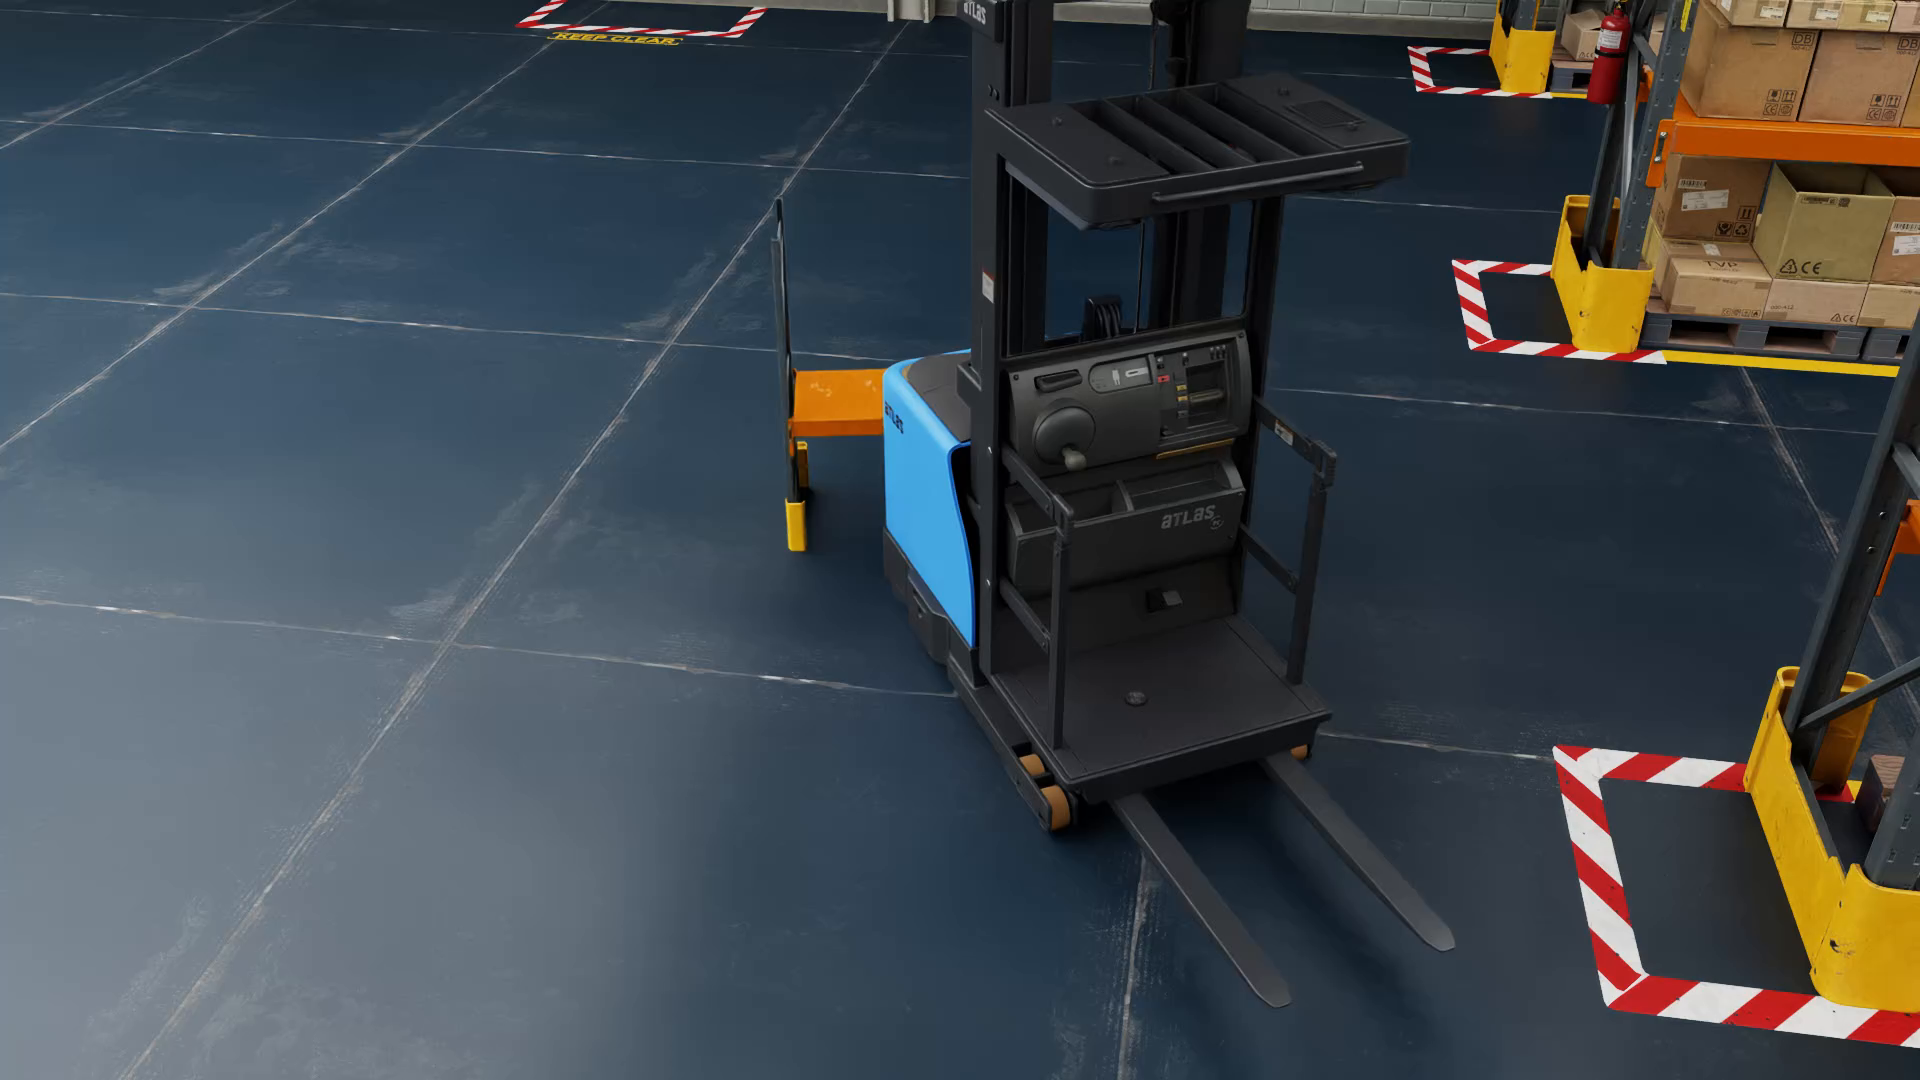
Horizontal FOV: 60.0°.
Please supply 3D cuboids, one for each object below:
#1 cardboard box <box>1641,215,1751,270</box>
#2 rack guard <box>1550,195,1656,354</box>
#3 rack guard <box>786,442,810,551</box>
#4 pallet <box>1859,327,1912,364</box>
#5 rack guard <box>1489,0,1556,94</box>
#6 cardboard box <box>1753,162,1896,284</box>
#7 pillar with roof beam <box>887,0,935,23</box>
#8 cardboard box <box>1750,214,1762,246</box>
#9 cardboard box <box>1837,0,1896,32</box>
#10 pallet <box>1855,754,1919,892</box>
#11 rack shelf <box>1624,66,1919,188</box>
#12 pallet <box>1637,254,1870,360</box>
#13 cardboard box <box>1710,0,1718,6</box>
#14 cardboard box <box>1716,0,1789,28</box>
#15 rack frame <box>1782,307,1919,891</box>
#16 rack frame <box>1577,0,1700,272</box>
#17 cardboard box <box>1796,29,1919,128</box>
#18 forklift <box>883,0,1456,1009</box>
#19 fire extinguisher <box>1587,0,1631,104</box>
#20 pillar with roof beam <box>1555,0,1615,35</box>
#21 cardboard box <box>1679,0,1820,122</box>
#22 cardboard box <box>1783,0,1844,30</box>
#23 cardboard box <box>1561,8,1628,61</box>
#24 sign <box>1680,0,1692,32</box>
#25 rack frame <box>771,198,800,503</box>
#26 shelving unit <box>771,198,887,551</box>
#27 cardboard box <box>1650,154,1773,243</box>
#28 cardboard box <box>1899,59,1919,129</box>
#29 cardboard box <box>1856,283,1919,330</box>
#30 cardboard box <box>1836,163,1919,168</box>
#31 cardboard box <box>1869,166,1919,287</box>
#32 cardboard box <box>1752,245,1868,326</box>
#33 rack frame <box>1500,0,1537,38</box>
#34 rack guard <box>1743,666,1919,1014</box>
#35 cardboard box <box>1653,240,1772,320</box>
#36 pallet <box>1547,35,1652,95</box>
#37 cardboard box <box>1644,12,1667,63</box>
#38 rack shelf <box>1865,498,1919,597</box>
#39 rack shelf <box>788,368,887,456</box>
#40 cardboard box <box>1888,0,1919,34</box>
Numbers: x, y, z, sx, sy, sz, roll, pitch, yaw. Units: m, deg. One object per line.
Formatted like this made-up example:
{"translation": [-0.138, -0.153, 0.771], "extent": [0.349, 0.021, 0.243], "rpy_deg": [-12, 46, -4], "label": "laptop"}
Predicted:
{"translation": [4.376, -1.762, 9.933], "extent": [0.500, 0.250, 0.500], "rpy_deg": [5, 32, 8], "label": "cardboard box"}
{"translation": [3.774, -1.585, 9.811], "extent": [0.348, 0.500, 1.175], "rpy_deg": [5, 32, 8], "label": "rack guard"}
{"translation": [-0.765, -0.213, 7.855], "extent": [0.087, 0.250, 0.587], "rpy_deg": [-2, 32, -3], "label": "rack guard"}
{"translation": [5.758, -1.304, 9.634], "extent": [1.213, 0.211, 1.003], "rpy_deg": [5, 32, 8], "label": "pallet"}
{"translation": [4.703, -4.167, 13.936], "extent": [0.348, 0.500, 1.175], "rpy_deg": [5, 32, 8], "label": "rack guard"}
{"translation": [4.782, -1.765, 9.231], "extent": [0.500, 0.500, 0.500], "rpy_deg": [5, 32, 8], "label": "cardboard box"}
{"translation": [-1.175, -6.450, 9.574], "extent": [0.400, 9.000, 9.100], "rpy_deg": [5, 32, 8], "label": "pillar with roof beam"}
{"translation": [4.871, -1.723, 9.872], "extent": [0.500, 0.250, 0.500], "rpy_deg": [5, 32, 8], "label": "cardboard box"}
{"translation": [4.655, -2.767, 8.638], "extent": [0.250, 0.149, 0.380], "rpy_deg": [5, 32, 8], "label": "cardboard box"}
{"translation": [3.844, 1.187, 5.654], "extent": [1.213, 0.211, 1.003], "rpy_deg": [5, 32, 8], "label": "pallet"}
{"translation": [5.770, -2.159, 9.050], "extent": [4.000, 0.370, 1.077], "rpy_deg": [5, 32, 8], "label": "rack shelf"}
{"translation": [4.559, -1.414, 9.810], "extent": [1.213, 0.211, 1.003], "rpy_deg": [5, 32, 8], "label": "pallet"}
{"translation": [4.207, -3.025, 9.050], "extent": [0.250, 0.149, 0.380], "rpy_deg": [5, 32, 7], "label": "cardboard box"}
{"translation": [4.149, -2.812, 8.710], "extent": [0.250, 0.149, 0.380], "rpy_deg": [5, 32, 8], "label": "cardboard box"}
{"translation": [2.961, -0.052, 5.006], "extent": [0.127, 3.000, 1.000], "rpy_deg": [5, 32, 8], "label": "rack frame"}
{"translation": [3.798, -2.642, 9.144], "extent": [0.127, 3.000, 1.000], "rpy_deg": [5, 32, 8], "label": "rack frame"}
{"translation": [4.775, -2.592, 8.970], "extent": [0.500, 0.500, 0.700], "rpy_deg": [6, 33, 9], "label": "cardboard box"}
{"translation": [0.691, -0.439, 5.689], "extent": [1.130, 2.935, 3.031], "rpy_deg": [-12, 34, -19], "label": "forklift"}
{"translation": [3.760, -2.863, 9.570], "extent": [0.183, 0.674, 0.296], "rpy_deg": [5, 32, 8], "label": "fire extinguisher"}
{"translation": [4.739, -5.915, 8.718], "extent": [0.400, 9.000, 9.100], "rpy_deg": [5, 32, 8], "label": "pillar with roof beam"}
{"translation": [4.256, -2.636, 9.041], "extent": [0.500, 0.500, 0.700], "rpy_deg": [5, 32, 8], "label": "cardboard box"}
{"translation": [4.409, -2.790, 8.674], "extent": [0.250, 0.149, 0.380], "rpy_deg": [4, 32, 7], "label": "cardboard box"}
{"translation": [5.295, -4.171, 13.707], "extent": [0.500, 0.311, 0.500], "rpy_deg": [2, 32, 3], "label": "cardboard box"}
{"translation": [3.699, -2.753, 8.431], "extent": [0.005, 0.325, 0.100], "rpy_deg": [5, 32, 8], "label": "sign"}
{"translation": [-0.784, -0.743, 7.523], "extent": [0.032, 1.500, 0.500], "rpy_deg": [-2, 32, -3], "label": "rack frame"}
{"translation": [-0.267, -0.757, 7.546], "extent": [1.083, 1.500, 0.587], "rpy_deg": [-2, 32, -3], "label": "shelving unit"}
{"translation": [4.377, -2.081, 9.736], "extent": [0.500, 0.500, 0.500], "rpy_deg": [5, 32, 8], "label": "cardboard box"}
{"translation": [5.263, -2.545, 8.894], "extent": [0.500, 0.500, 0.700], "rpy_deg": [5, 32, 9], "label": "cardboard box"}
{"translation": [5.276, -1.403, 9.360], "extent": [0.500, 0.250, 0.500], "rpy_deg": [5, 32, 8], "label": "cardboard box"}
{"translation": [5.365, -1.999, 9.605], "extent": [0.500, 0.500, 0.500], "rpy_deg": [5, 32, 8], "label": "cardboard box"}
{"translation": [5.278, -1.727, 9.171], "extent": [0.500, 0.500, 0.500], "rpy_deg": [5, 32, 8], "label": "cardboard box"}
{"translation": [4.783, -1.448, 9.432], "extent": [0.500, 0.250, 0.500], "rpy_deg": [5, 32, 8], "label": "cardboard box"}
{"translation": [4.628, -5.234, 13.284], "extent": [0.127, 3.000, 1.000], "rpy_deg": [5, 32, 8], "label": "rack frame"}
{"translation": [3.044, 0.990, 5.698], "extent": [0.348, 0.500, 1.175], "rpy_deg": [5, 32, 8], "label": "rack guard"}
{"translation": [4.289, -1.491, 9.500], "extent": [0.500, 0.250, 0.500], "rpy_deg": [5, 32, 8], "label": "cardboard box"}
{"translation": [5.498, -3.954, 13.868], "extent": [1.213, 0.211, 1.003], "rpy_deg": [5, 32, 8], "label": "pallet"}
{"translation": [5.857, -4.121, 13.625], "extent": [0.500, 0.311, 0.500], "rpy_deg": [8, 33, 12], "label": "cardboard box"}
{"translation": [4.933, 0.431, 4.912], "extent": [4.000, 0.370, 1.077], "rpy_deg": [5, 32, 8], "label": "rack shelf"}
{"translation": [-0.276, -0.605, 7.641], "extent": [1.000, 0.185, 0.538], "rpy_deg": [-2, 32, -3], "label": "rack shelf"}
{"translation": [4.903, -2.743, 8.600], "extent": [0.250, 0.149, 0.380], "rpy_deg": [5, 32, 7], "label": "cardboard box"}
